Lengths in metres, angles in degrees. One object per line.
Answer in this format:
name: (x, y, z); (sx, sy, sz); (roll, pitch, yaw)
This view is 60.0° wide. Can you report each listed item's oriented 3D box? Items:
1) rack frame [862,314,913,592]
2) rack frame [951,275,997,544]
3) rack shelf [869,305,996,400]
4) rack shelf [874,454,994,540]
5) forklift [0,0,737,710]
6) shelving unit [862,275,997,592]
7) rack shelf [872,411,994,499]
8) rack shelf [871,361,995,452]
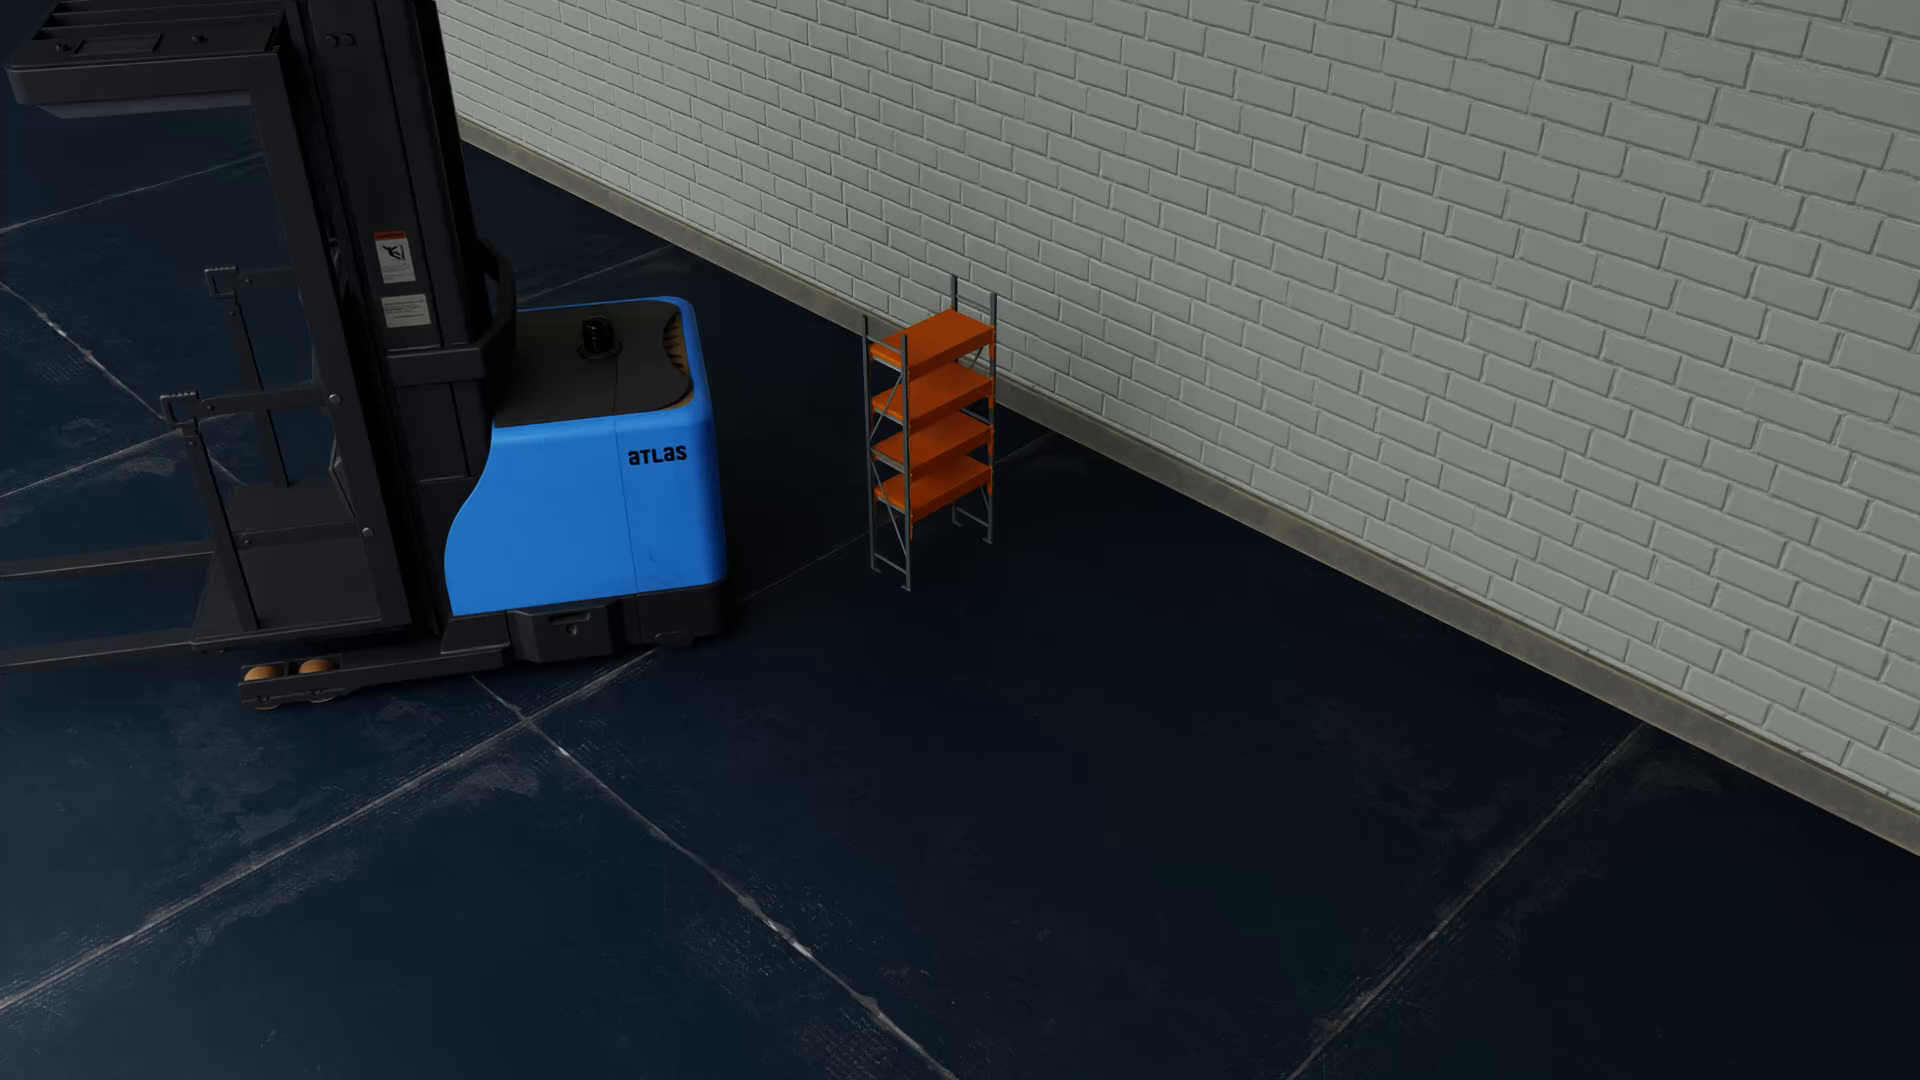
rack frame: (-0.289, -0.326, 6.668); (0.240, 1.200, 0.015); (30, 45, 35)
rack frame: (0.055, -0.524, 6.952); (0.240, 1.200, 0.015); (30, 45, 35)
rack shelf: (-0.117, -0.747, 6.586); (0.258, 0.148, 0.480); (30, 45, 35)
rack shelf: (-0.117, -0.207, 6.963); (0.258, 0.148, 0.480); (30, 45, 35)
forklift: (-2.469, -0.889, 5.962); (3.031, 2.935, 1.130); (-7, 36, -10)
shelving unit: (-0.117, -0.425, 6.810); (0.258, 1.200, 0.503); (30, 45, 35)
rack shelf: (-0.117, -0.370, 6.849); (0.258, 0.148, 0.480); (30, 45, 35)
rack shelf: (-0.117, -0.553, 6.721); (0.258, 0.148, 0.480); (30, 45, 35)
